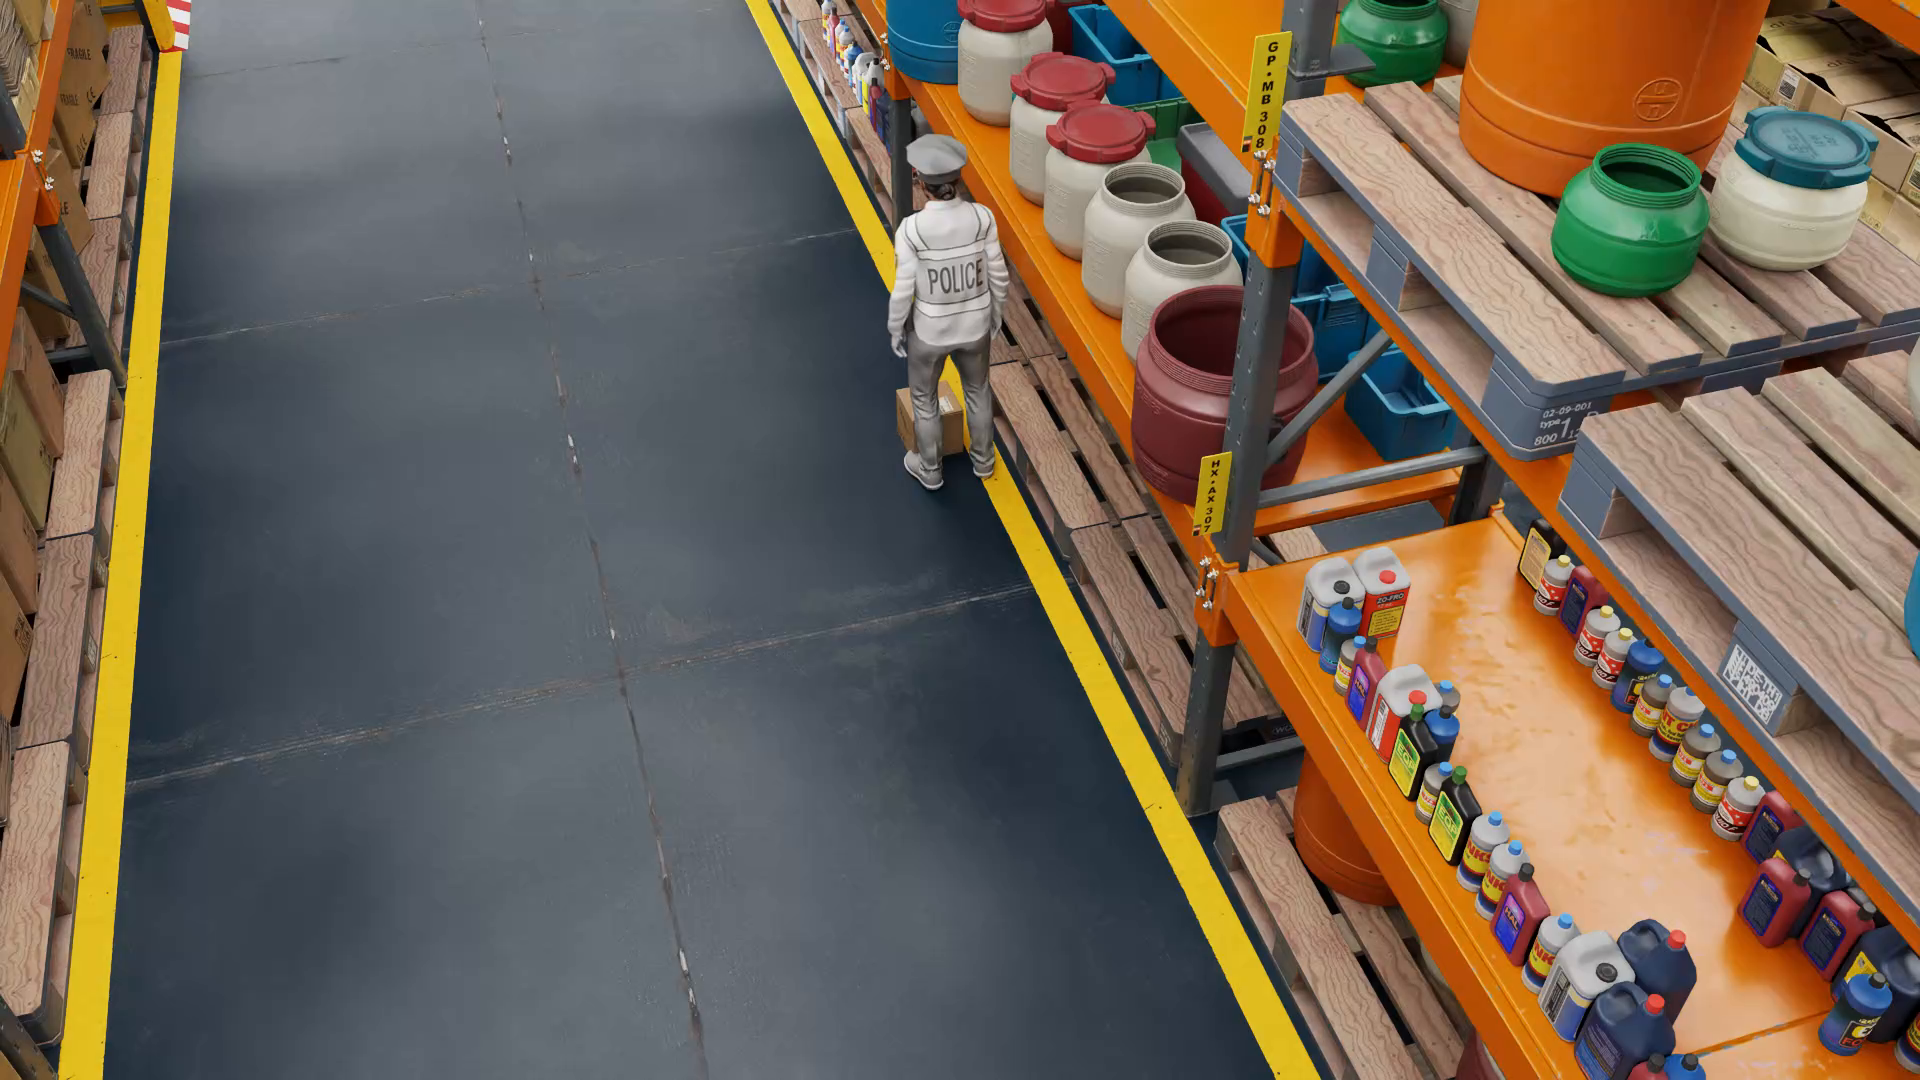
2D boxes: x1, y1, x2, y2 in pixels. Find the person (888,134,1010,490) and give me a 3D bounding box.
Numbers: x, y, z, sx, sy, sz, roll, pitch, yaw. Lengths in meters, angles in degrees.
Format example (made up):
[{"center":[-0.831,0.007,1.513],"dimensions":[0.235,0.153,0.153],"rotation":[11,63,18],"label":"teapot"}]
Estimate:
[{"center":[-0.054,-0.927,7.170],"dimensions":[0.526,1.663,0.375],"rotation":[-12,44,-13],"label":"person"}]
